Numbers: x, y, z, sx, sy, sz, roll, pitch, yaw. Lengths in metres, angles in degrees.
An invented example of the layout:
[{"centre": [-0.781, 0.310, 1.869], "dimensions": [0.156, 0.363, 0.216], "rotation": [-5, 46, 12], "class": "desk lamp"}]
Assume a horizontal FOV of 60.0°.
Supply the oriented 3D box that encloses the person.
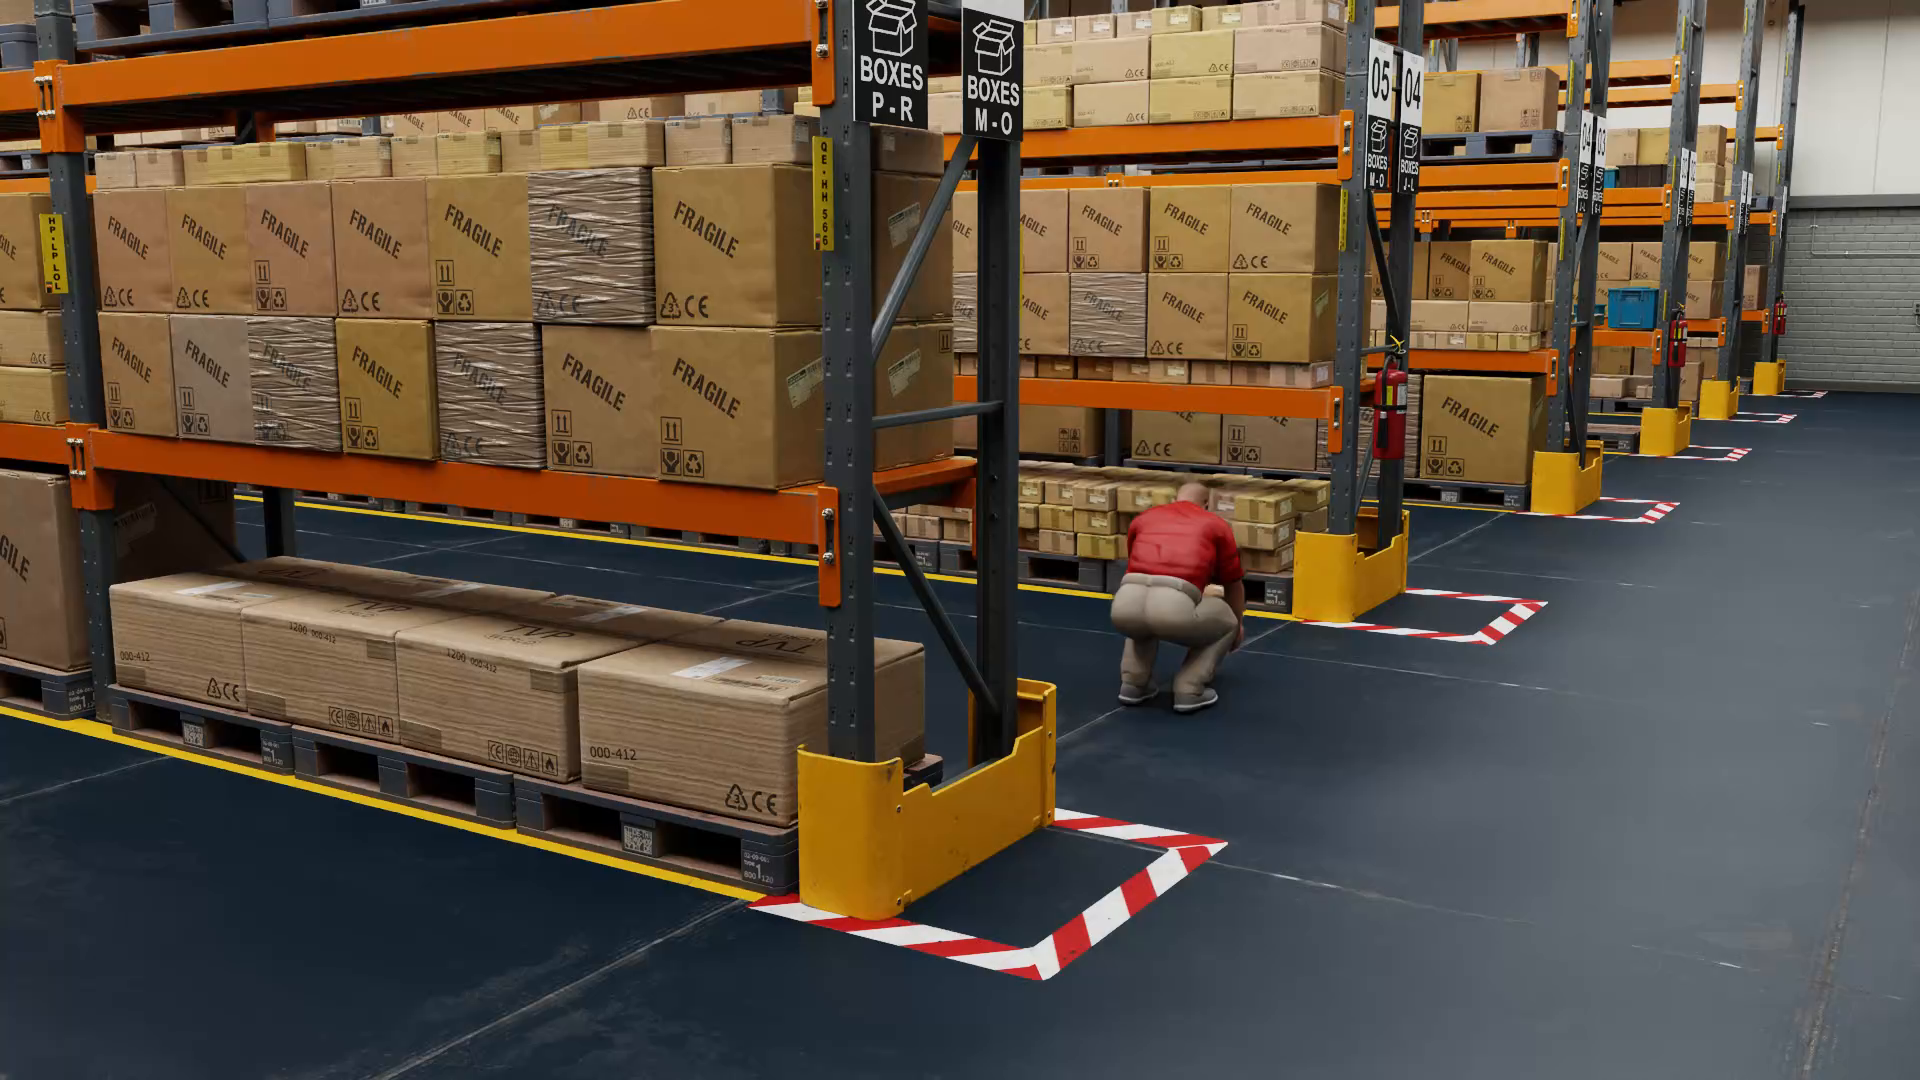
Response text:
[{"centre": [1.002, 0.249, 7.736], "dimensions": [0.569, 0.983, 0.886], "rotation": [6, 11, 31], "class": "person"}]
